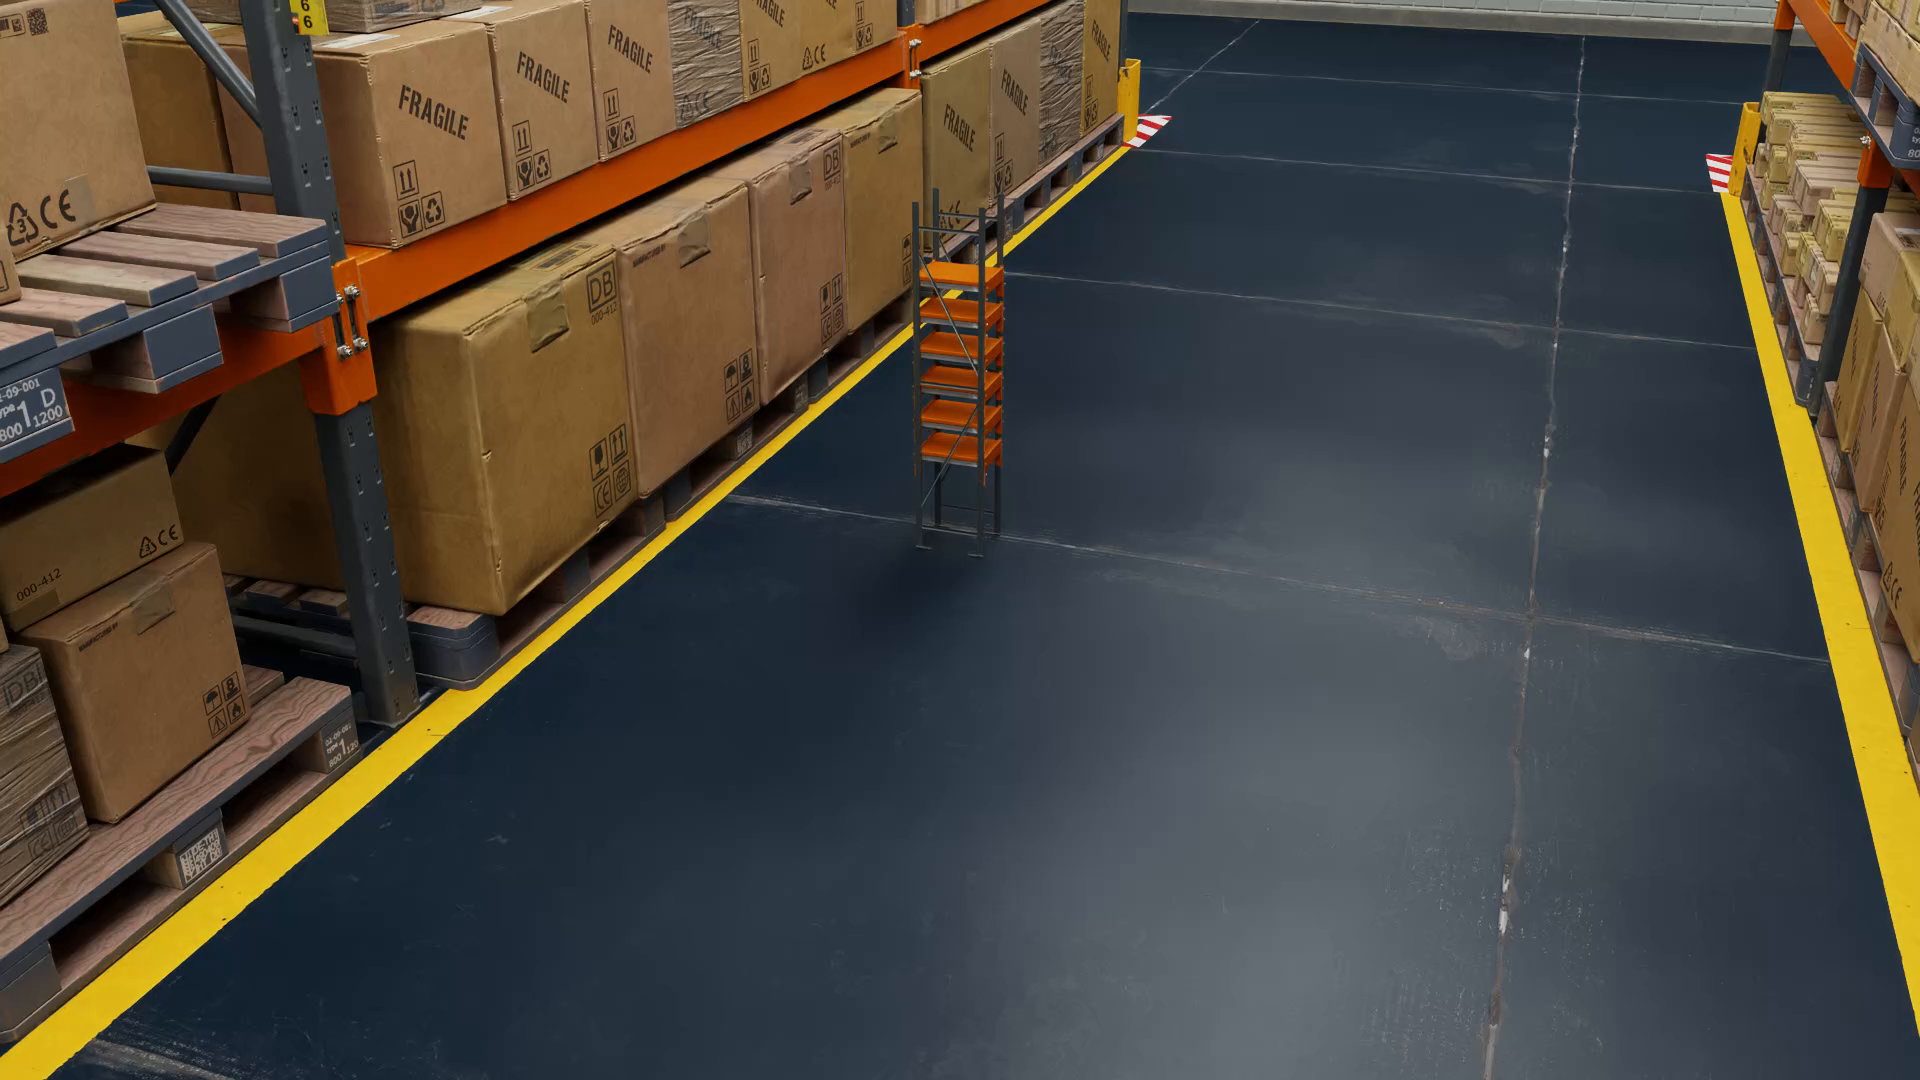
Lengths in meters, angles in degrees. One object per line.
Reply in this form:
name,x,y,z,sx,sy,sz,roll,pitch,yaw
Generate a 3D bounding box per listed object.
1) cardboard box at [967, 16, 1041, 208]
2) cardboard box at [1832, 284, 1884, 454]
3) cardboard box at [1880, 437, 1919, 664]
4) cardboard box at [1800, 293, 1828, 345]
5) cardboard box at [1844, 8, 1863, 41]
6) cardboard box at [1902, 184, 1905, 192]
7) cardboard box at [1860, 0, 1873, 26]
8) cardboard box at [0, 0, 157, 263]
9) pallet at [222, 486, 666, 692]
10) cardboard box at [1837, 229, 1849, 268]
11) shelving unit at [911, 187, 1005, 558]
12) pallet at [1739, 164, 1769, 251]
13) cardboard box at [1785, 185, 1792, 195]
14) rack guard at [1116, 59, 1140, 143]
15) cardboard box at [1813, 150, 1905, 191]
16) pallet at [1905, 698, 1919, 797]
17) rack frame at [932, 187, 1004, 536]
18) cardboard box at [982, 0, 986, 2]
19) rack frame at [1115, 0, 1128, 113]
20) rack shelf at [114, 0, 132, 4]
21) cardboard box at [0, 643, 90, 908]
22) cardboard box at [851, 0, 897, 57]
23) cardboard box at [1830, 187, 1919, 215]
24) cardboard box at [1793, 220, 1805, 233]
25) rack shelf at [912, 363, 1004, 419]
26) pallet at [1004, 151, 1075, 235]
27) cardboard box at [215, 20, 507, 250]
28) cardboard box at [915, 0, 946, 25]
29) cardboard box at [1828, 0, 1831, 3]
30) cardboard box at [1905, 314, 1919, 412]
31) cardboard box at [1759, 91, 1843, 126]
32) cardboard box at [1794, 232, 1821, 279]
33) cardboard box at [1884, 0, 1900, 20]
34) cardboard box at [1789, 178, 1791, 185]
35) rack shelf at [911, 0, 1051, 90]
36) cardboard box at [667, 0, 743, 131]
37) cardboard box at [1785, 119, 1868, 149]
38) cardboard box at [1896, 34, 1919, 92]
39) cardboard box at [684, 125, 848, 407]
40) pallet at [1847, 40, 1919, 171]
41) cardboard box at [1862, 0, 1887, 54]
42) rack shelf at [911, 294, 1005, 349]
cardboard box,-0.101,-2.418,9.258,0.875,0.875,0.875,9,27,17
cardboard box,3.452,-0.594,5.921,0.500,0.500,0.500,10,28,19
cardboard box,2.926,0.044,4.604,0.500,0.500,0.500,8,27,15
cardboard box,3.757,-0.912,6.980,0.380,0.149,0.250,9,27,18
cardboard box,4.122,-2.275,7.294,0.380,0.149,0.250,8,27,15
cardboard box,5.015,-1.911,8.703,0.380,0.149,0.250,8,27,17
cardboard box,3.843,-2.214,6.424,0.500,0.500,0.500,9,27,18
cardboard box,-2.169,-0.918,3.608,0.500,0.500,0.500,5,26,11
pallet,-1.693,0.030,5.446,1.003,0.211,1.213,9,27,17
cardboard box,3.821,-1.153,6.796,0.380,0.149,0.250,10,27,19
shelving unit,-0.005,-0.534,5.476,0.258,1.200,0.189,9,27,17
pallet,4.950,-1.824,9.275,1.003,0.211,1.213,9,27,17
cardboard box,4.533,-1.746,8.703,0.380,0.149,0.250,9,27,18
rack guard,0.643,-3.085,11.547,1.175,0.500,0.348,9,27,17
cardboard box,4.372,-1.786,8.103,0.380,0.149,0.250,9,27,18
pallet,2.878,0.783,3.891,1.003,0.211,1.213,9,27,17
rack frame,0.026,-0.572,5.554,0.240,1.200,0.006,9,27,17
cardboard box,-0.023,-2.841,8.463,0.380,0.149,0.250,8,27,16
rack frame,0.635,-4.200,10.982,1.000,3.000,0.127,9,27,17
rack shelf,-4.701,-3.772,10.925,1.077,0.370,4.000,9,27,17
cardboard box,-2.403,0.523,3.591,0.700,0.500,0.500,6,27,13
cardboard box,-0.594,-2.369,7.086,0.500,0.500,0.500,9,27,18
cardboard box,4.105,-1.462,7.435,0.380,0.149,0.250,10,27,19
cardboard box,4.252,-1.434,8.060,0.380,0.149,0.250,9,27,18
rack shelf,-0.005,-0.494,5.496,0.258,0.103,0.180,9,27,17
pallet,0.035,-2.105,9.855,1.003,0.211,1.213,9,27,17
cardboard box,-1.608,-1.117,4.501,0.500,0.500,0.500,10,27,19
cardboard box,-0.284,-2.516,7.793,0.380,0.149,0.250,9,27,18
cardboard box,4.497,-2.695,8.163,0.380,0.149,0.250,8,27,16
cardboard box,3.104,-0.503,4.873,0.500,0.250,0.500,10,28,19
cardboard box,4.784,-2.446,9.468,0.380,0.149,0.250,8,27,15
cardboard box,3.904,-1.236,7.309,0.380,0.149,0.250,8,27,16
cardboard box,3.299,-1.803,5.497,0.380,0.149,0.250,8,27,16
cardboard box,4.534,-1.870,8.619,0.380,0.149,0.250,7,27,15
rack shelf,-0.030,-3.054,9.441,1.077,0.370,4.000,9,27,17
cardboard box,-1.104,-1.746,5.799,0.500,0.500,0.500,9,27,18
cardboard box,4.597,-2.117,8.787,0.380,0.149,0.250,7,27,15
cardboard box,3.125,-1.456,5.121,0.380,0.149,0.250,9,27,18
cardboard box,-1.186,-1.155,6.650,1.225,0.875,0.875,8,27,16
pallet,3.556,-1.416,5.452,1.003,0.211,1.213,9,27,17
cardboard box,3.383,-1.776,5.782,0.380,0.149,0.250,7,27,15
rack shelf,-0.005,-0.710,5.391,0.258,0.103,0.180,9,27,17
